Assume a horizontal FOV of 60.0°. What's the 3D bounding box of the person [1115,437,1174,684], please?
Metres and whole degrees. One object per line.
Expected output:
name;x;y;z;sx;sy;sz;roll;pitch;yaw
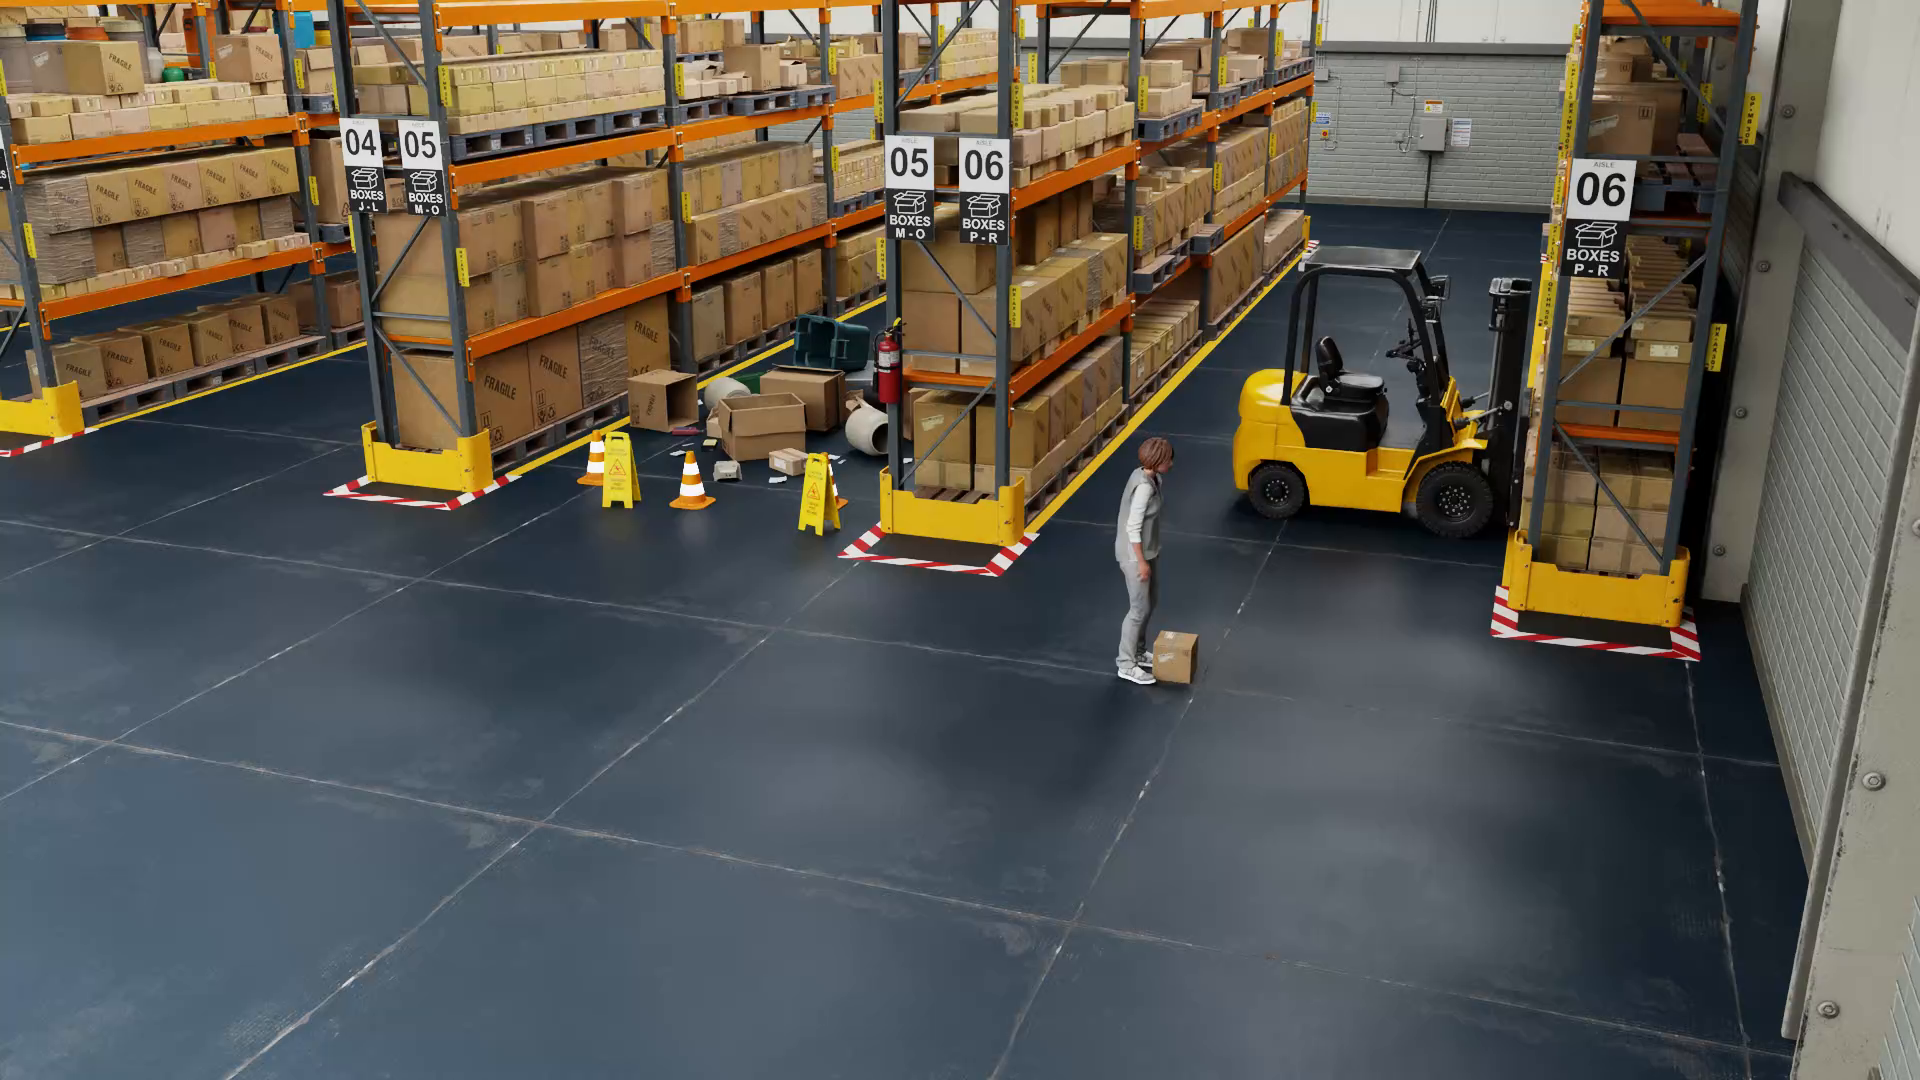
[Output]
person;1.181;0.108;10.766;0.342;1.594;0.482;6;20;16
